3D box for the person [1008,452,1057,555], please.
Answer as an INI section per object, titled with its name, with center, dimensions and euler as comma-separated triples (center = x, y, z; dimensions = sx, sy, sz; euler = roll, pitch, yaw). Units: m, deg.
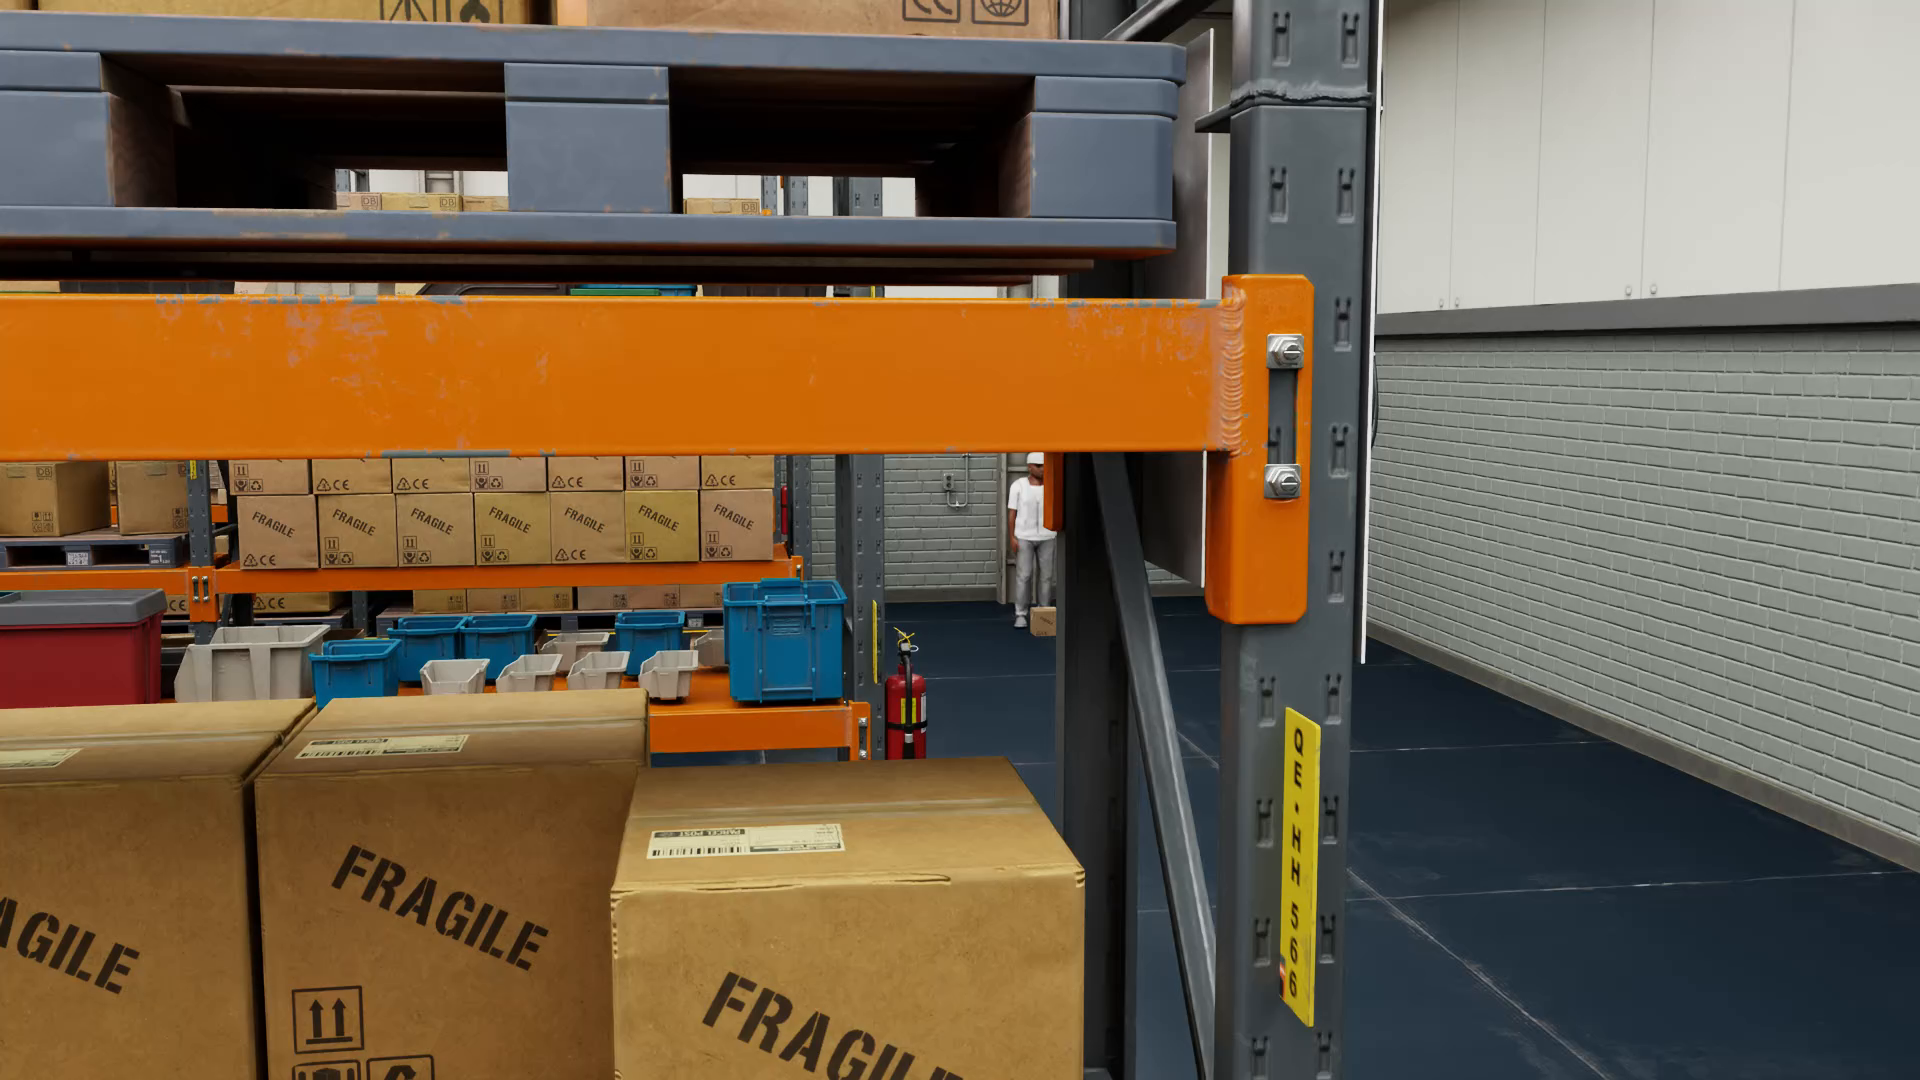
[person]
center = 0.772, -0.364, 16.653
dimensions = 0.572, 1.066, 0.338
euler = -1, 6, -7
